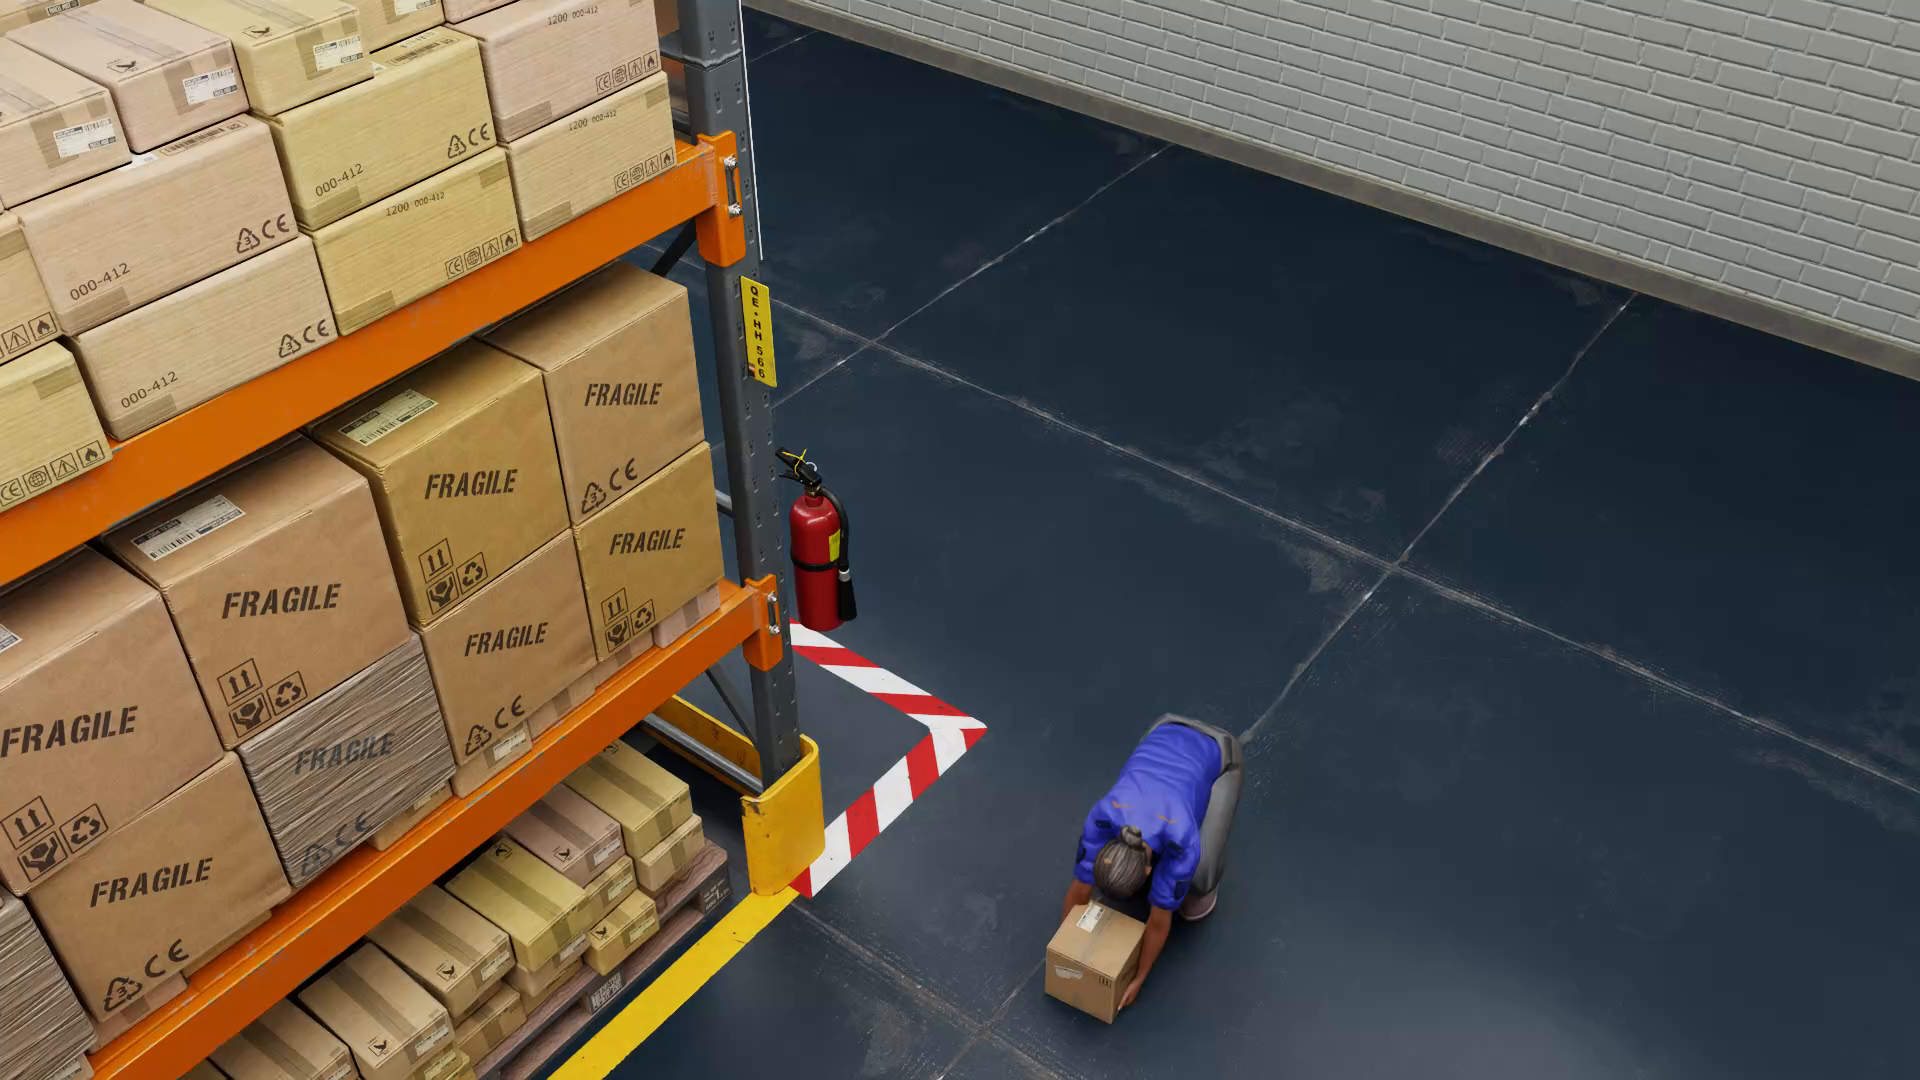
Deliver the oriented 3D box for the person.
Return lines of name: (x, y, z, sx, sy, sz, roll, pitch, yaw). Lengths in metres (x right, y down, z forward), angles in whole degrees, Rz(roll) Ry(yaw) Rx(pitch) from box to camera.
person: (0.662, 1.049, 5.637, 0.461, 0.737, 0.898, 19, 43, 22)
